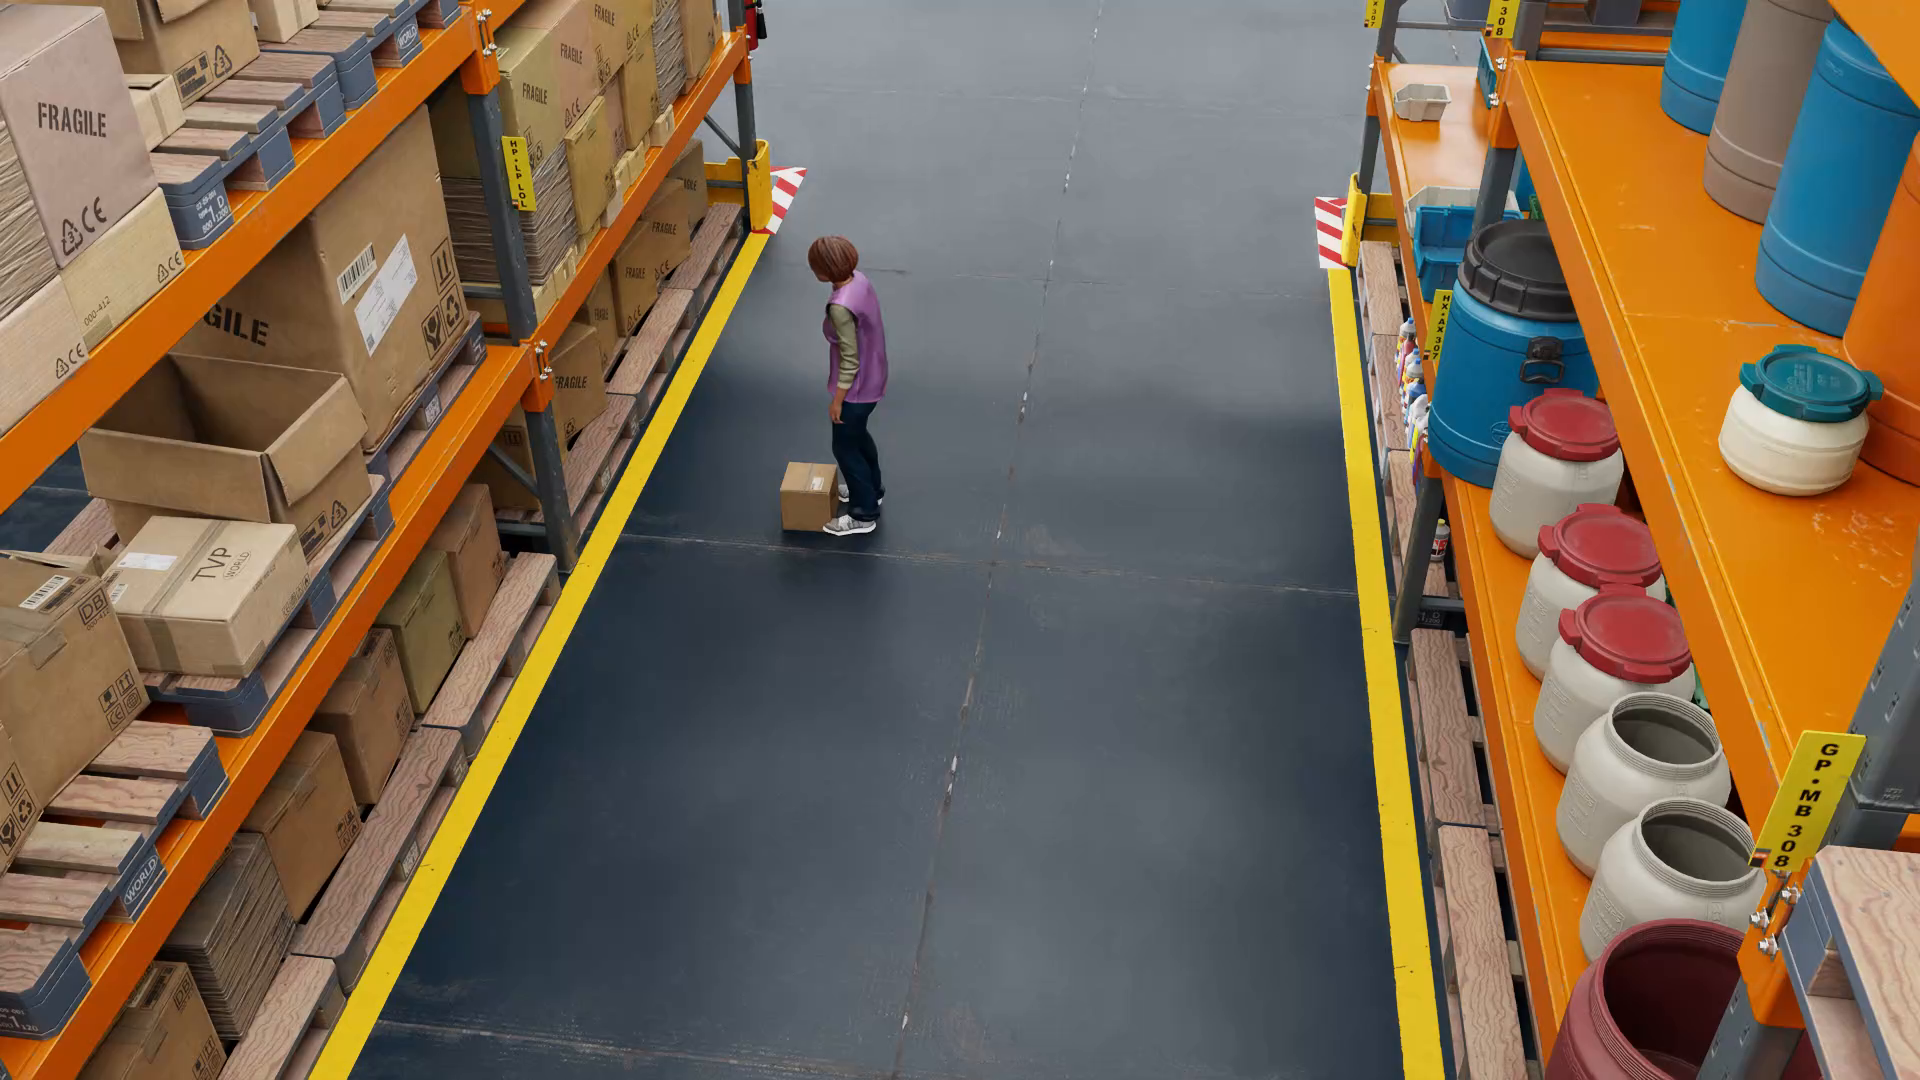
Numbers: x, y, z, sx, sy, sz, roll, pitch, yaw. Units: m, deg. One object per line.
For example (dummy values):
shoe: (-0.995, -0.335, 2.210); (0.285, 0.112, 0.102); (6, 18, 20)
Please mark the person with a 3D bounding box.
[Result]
person: (-0.520, -0.746, 8.049); (0.343, 1.593, 0.461); (5, 37, 6)
